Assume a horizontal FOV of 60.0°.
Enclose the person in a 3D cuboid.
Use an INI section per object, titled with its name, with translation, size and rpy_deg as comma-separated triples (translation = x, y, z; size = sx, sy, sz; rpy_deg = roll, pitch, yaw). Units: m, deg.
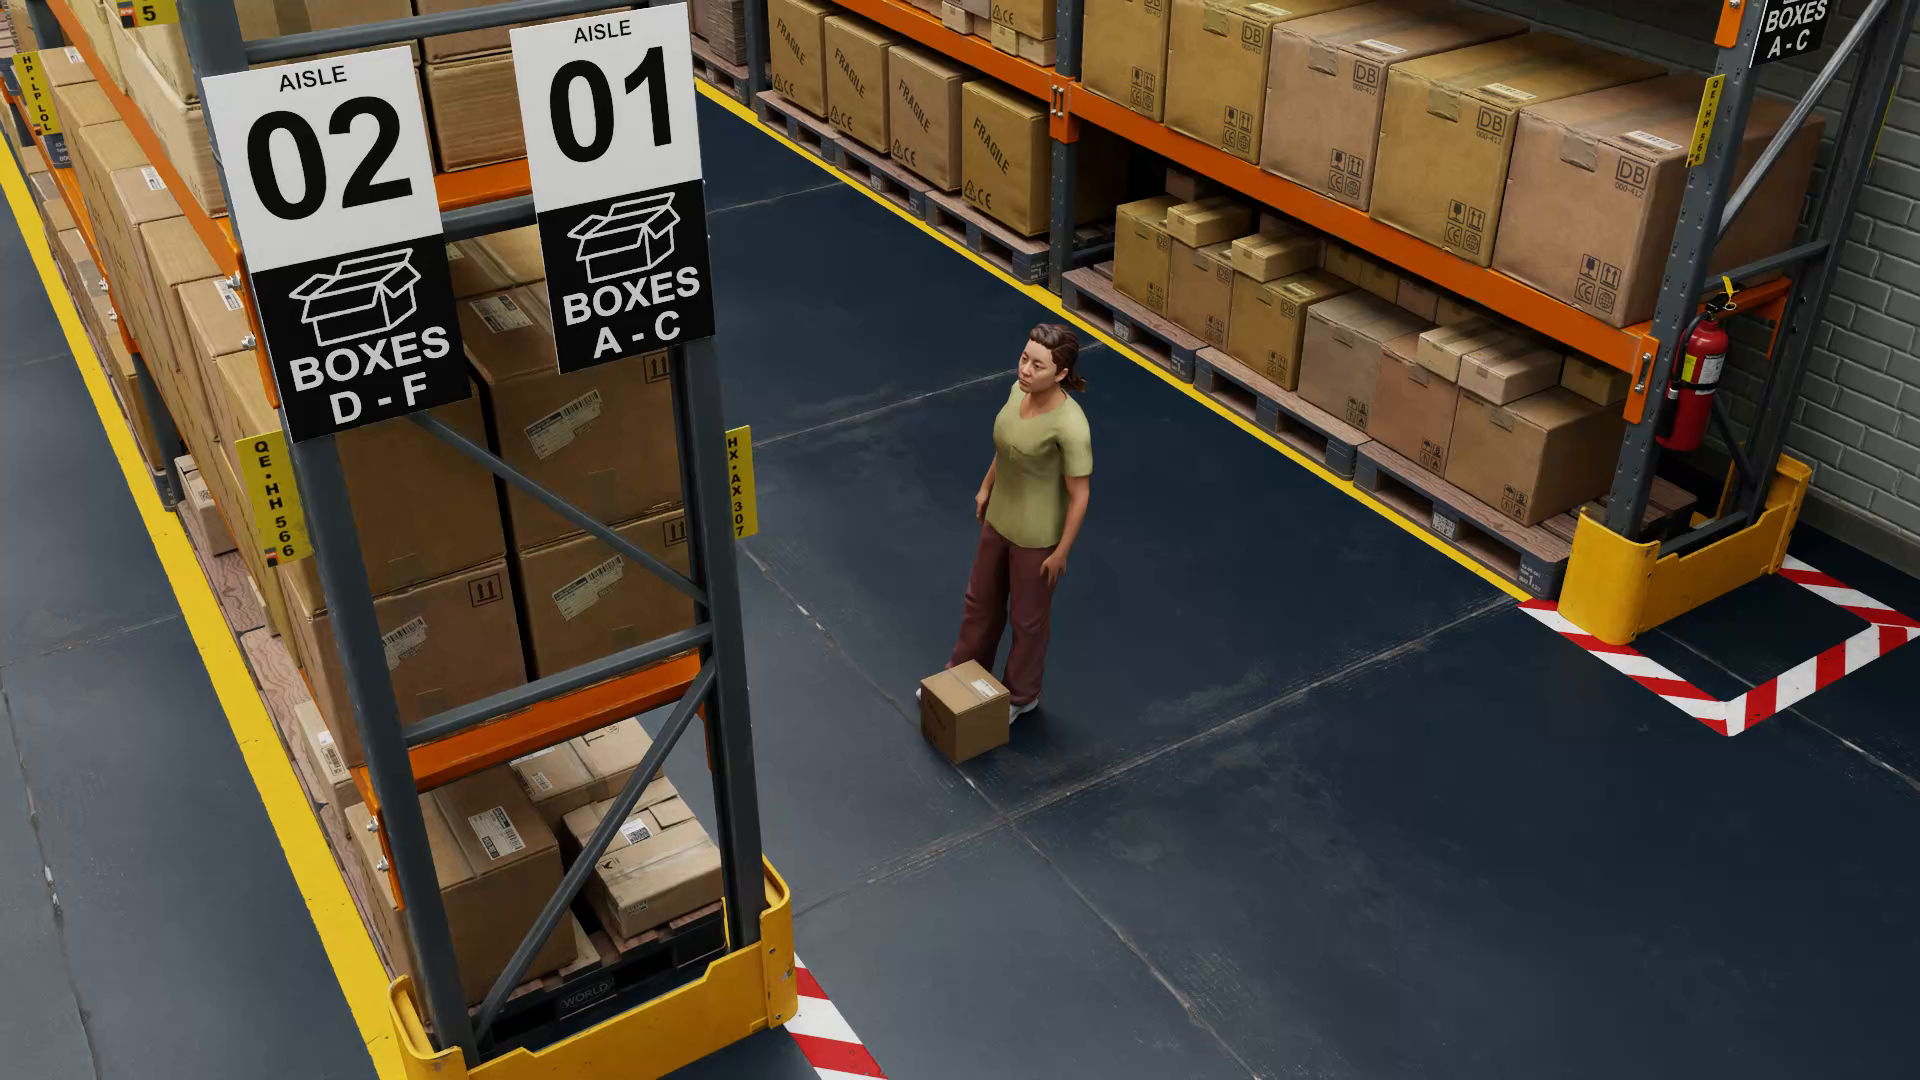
[person]
translation = 0.185, -0.021, 6.156
size = 0.549, 1.676, 0.555
rpy_deg = -19, 37, -27
